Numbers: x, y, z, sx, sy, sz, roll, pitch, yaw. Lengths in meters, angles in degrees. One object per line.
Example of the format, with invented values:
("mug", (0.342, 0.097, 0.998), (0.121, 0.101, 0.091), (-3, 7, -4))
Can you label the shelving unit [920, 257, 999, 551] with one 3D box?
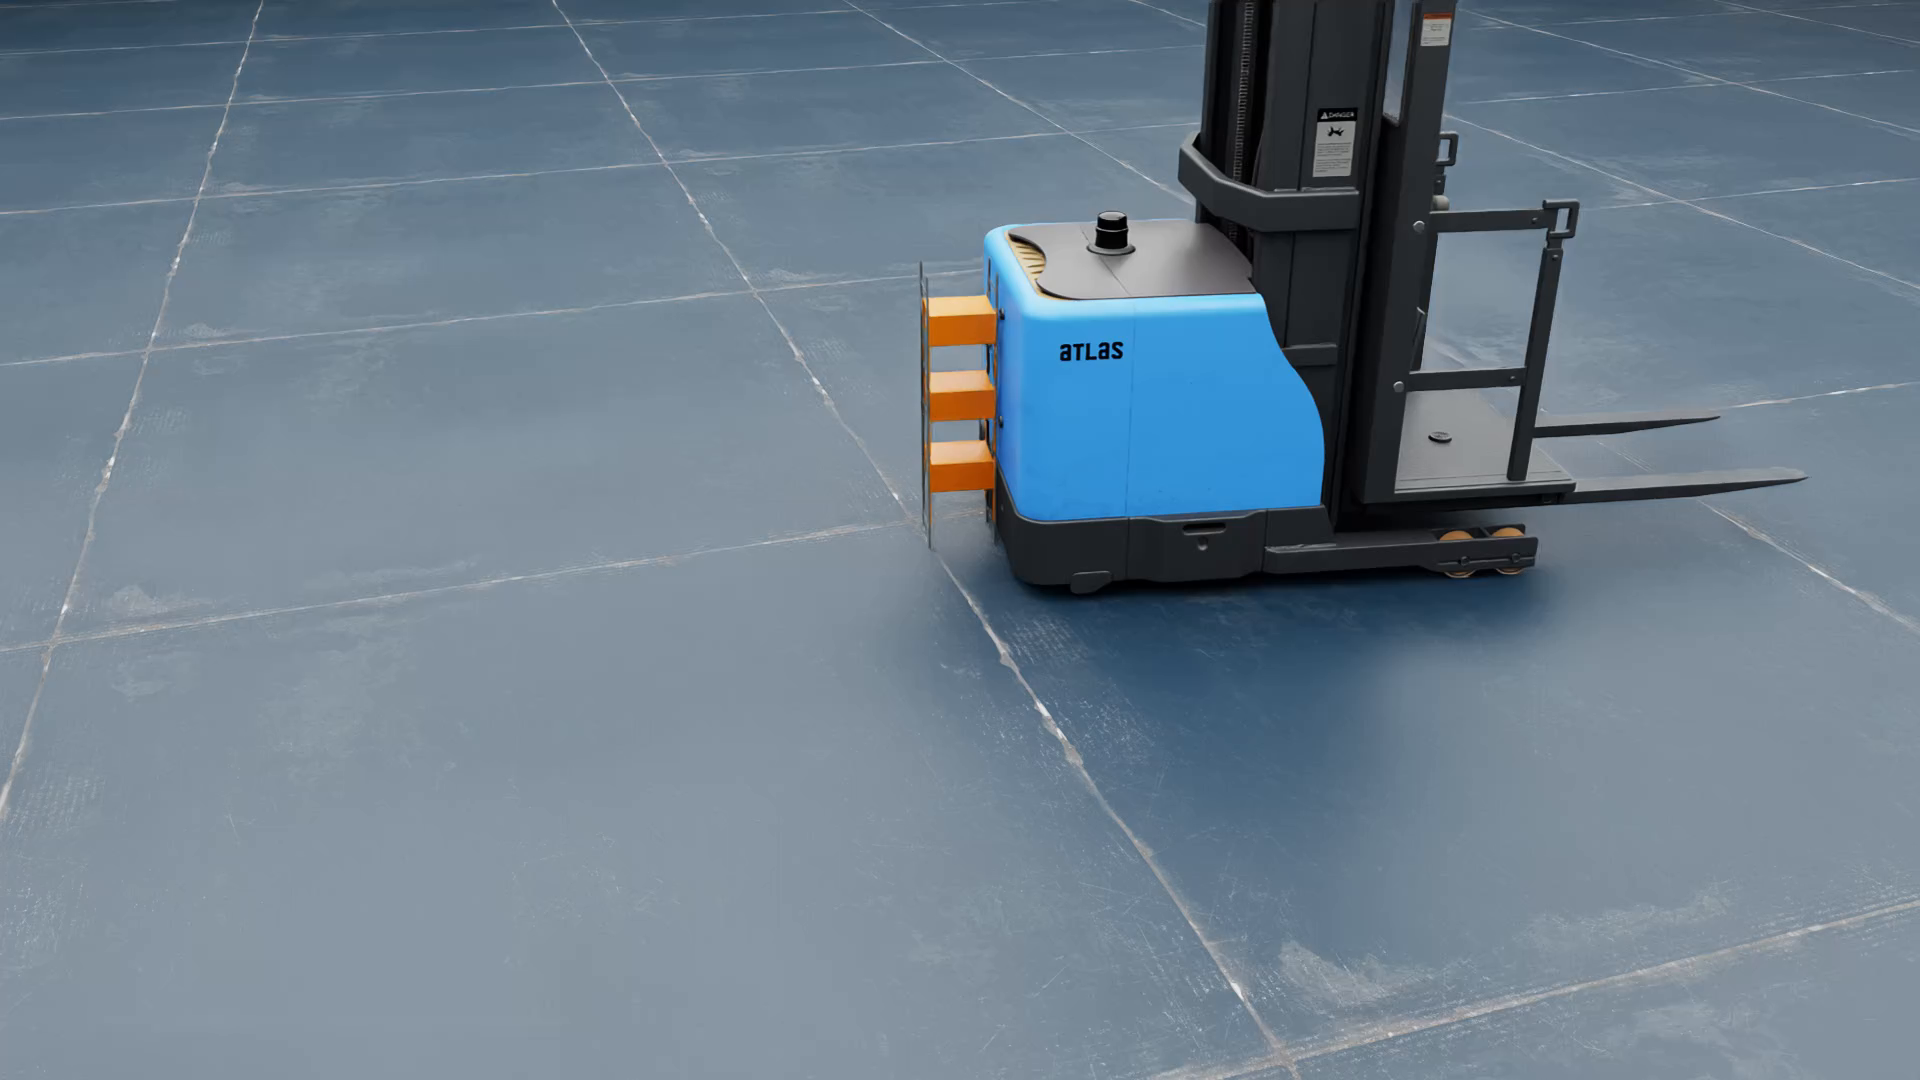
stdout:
("shelving unit", (-0.005, -0.482, 6.041), (0.252, 1.050, 0.215), (-4, 27, -7))

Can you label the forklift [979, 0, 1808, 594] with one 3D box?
("forklift", (1.634, -1.406, 5.785), (3.031, 2.935, 1.130), (-3, 27, -7))

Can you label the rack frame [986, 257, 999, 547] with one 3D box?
("rack frame", (0.116, -0.490, 6.056), (0.008, 1.050, 0.200), (-4, 27, -7))

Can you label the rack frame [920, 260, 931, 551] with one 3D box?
("rack frame", (-0.126, -0.475, 6.026), (0.008, 1.050, 0.200), (-4, 27, -7))

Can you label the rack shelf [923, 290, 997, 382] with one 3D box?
("rack shelf", (-0.005, -0.727, 5.920), (0.240, 0.259, 0.215), (-4, 27, -7))

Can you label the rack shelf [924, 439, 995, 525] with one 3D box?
("rack shelf", (-0.005, -0.224, 6.169), (0.240, 0.259, 0.215), (-4, 27, -7))

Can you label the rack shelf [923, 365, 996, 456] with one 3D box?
("rack shelf", (-0.005, -0.473, 6.046), (0.240, 0.259, 0.215), (-4, 27, -7))
